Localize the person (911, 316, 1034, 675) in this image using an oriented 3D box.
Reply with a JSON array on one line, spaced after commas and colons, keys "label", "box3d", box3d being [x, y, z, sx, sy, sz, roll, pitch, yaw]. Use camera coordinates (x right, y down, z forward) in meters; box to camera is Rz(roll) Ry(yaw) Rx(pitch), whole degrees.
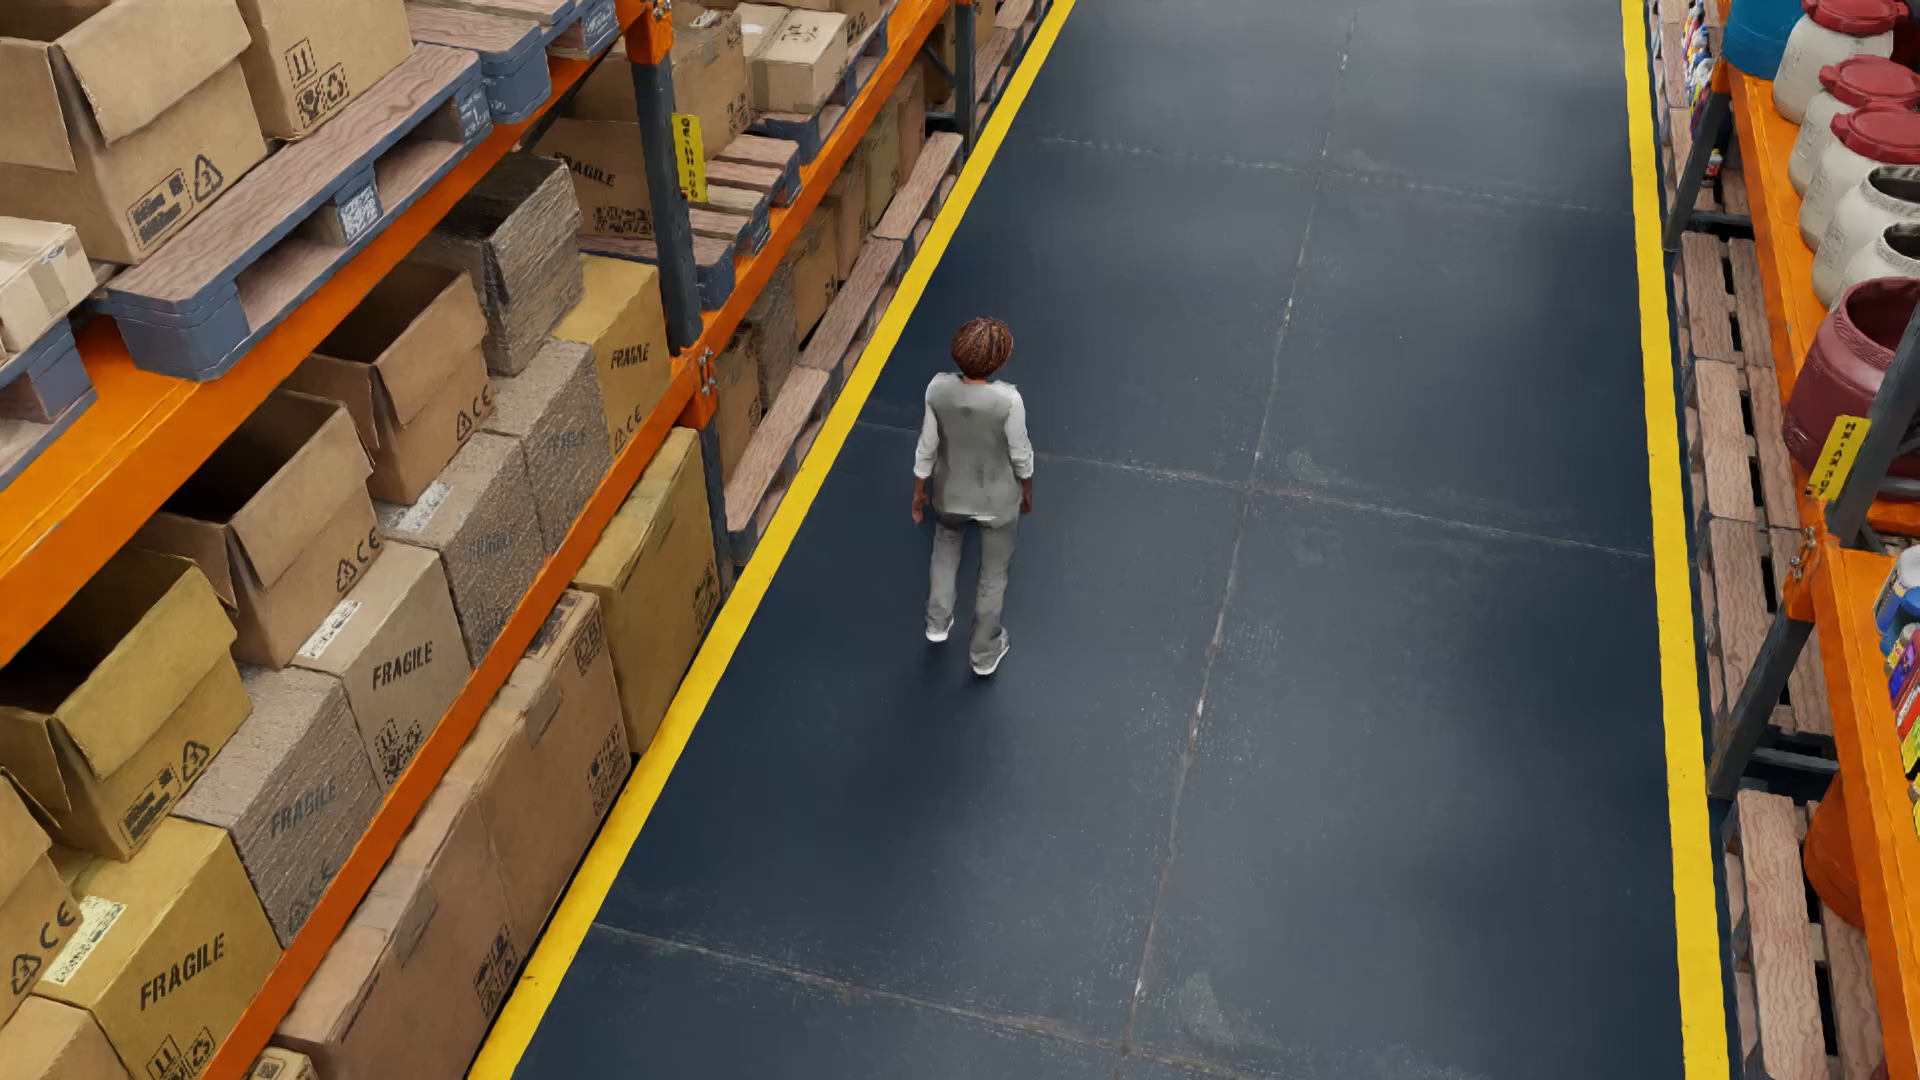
[{"label": "person", "box3d": [0.050, -0.170, 6.341, 0.462, 1.584, 0.436, 8, 42, 9]}]
